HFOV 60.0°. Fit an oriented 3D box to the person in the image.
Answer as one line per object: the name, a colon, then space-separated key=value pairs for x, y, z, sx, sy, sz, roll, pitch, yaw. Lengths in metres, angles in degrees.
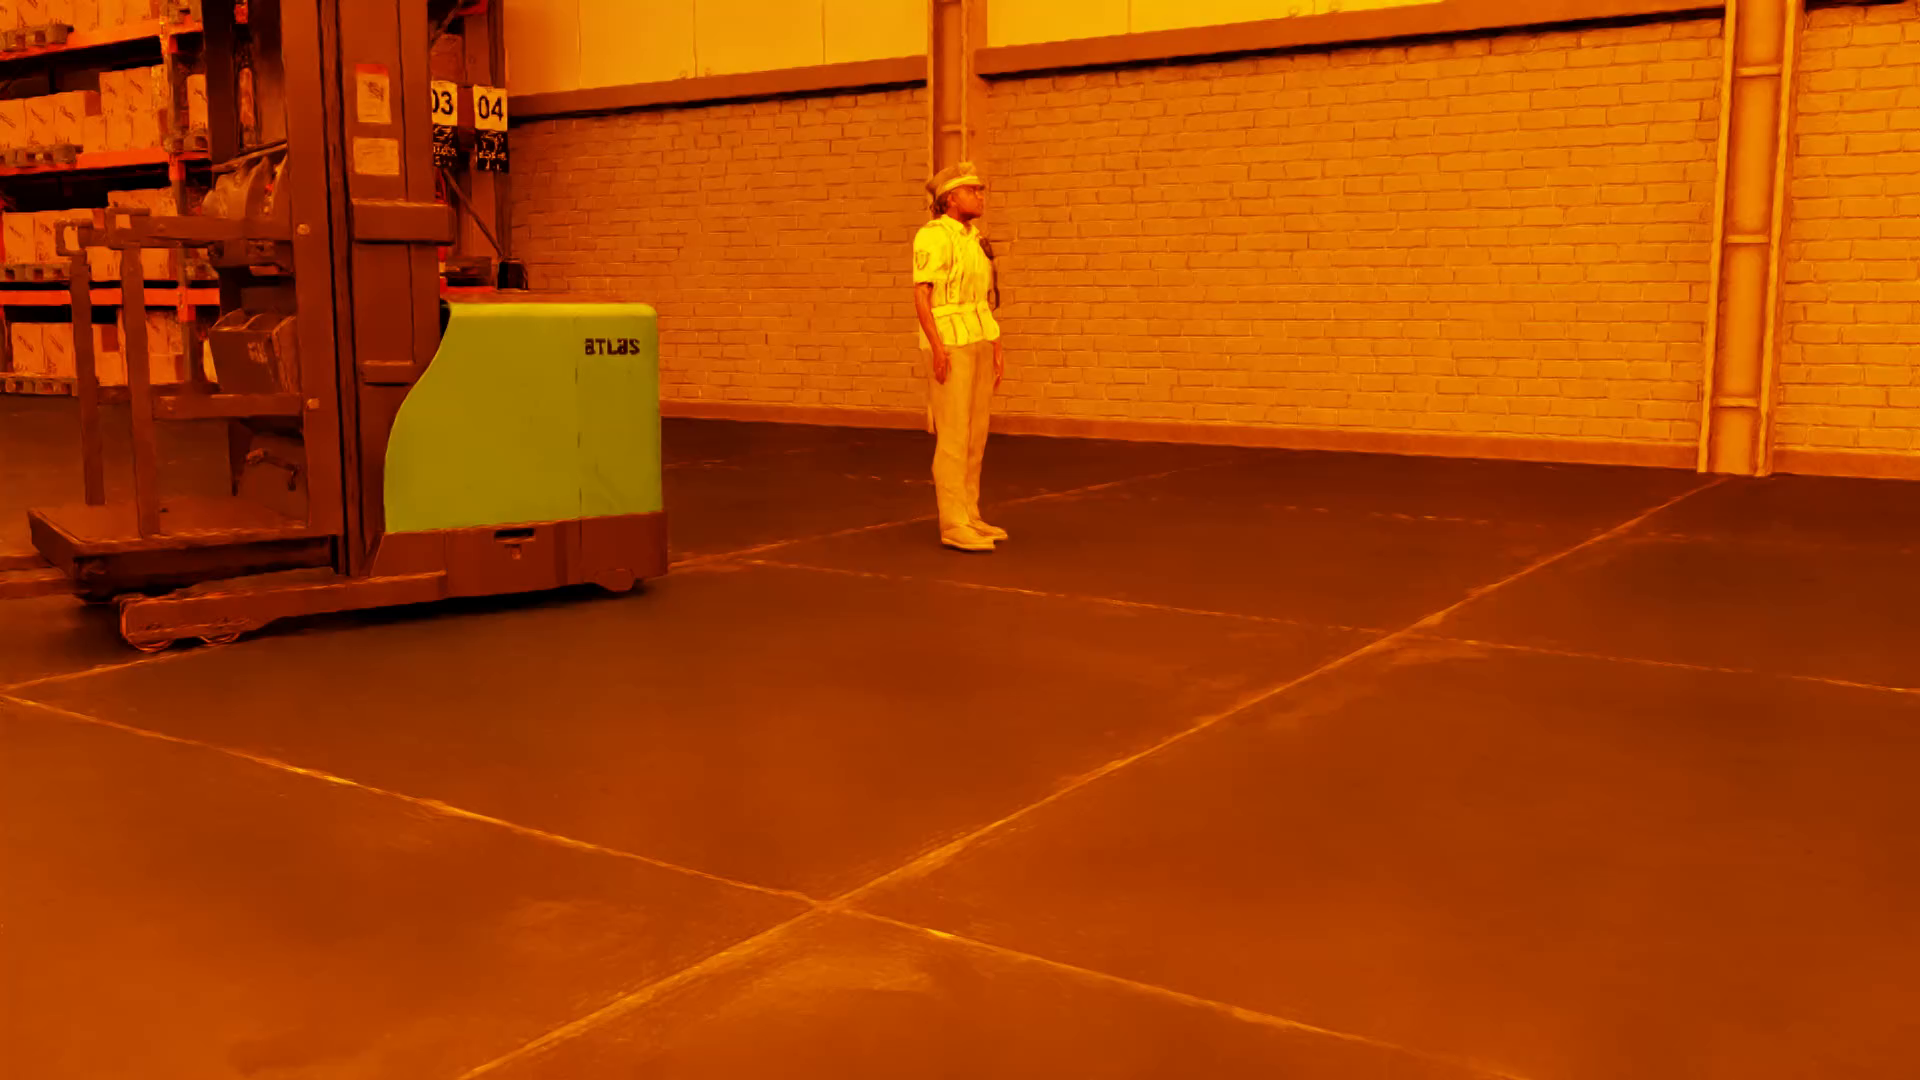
person: x=0.000 y=-0.878 z=7.466 sx=0.393 sy=1.629 sz=0.512 roll=5 pitch=10 yaw=34

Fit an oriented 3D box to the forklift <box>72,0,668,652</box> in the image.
forklift: x=-2.585 y=-1.188 z=5.545 sx=3.031 sy=2.935 sz=1.130 roll=-6 pitch=10 yaw=-35
